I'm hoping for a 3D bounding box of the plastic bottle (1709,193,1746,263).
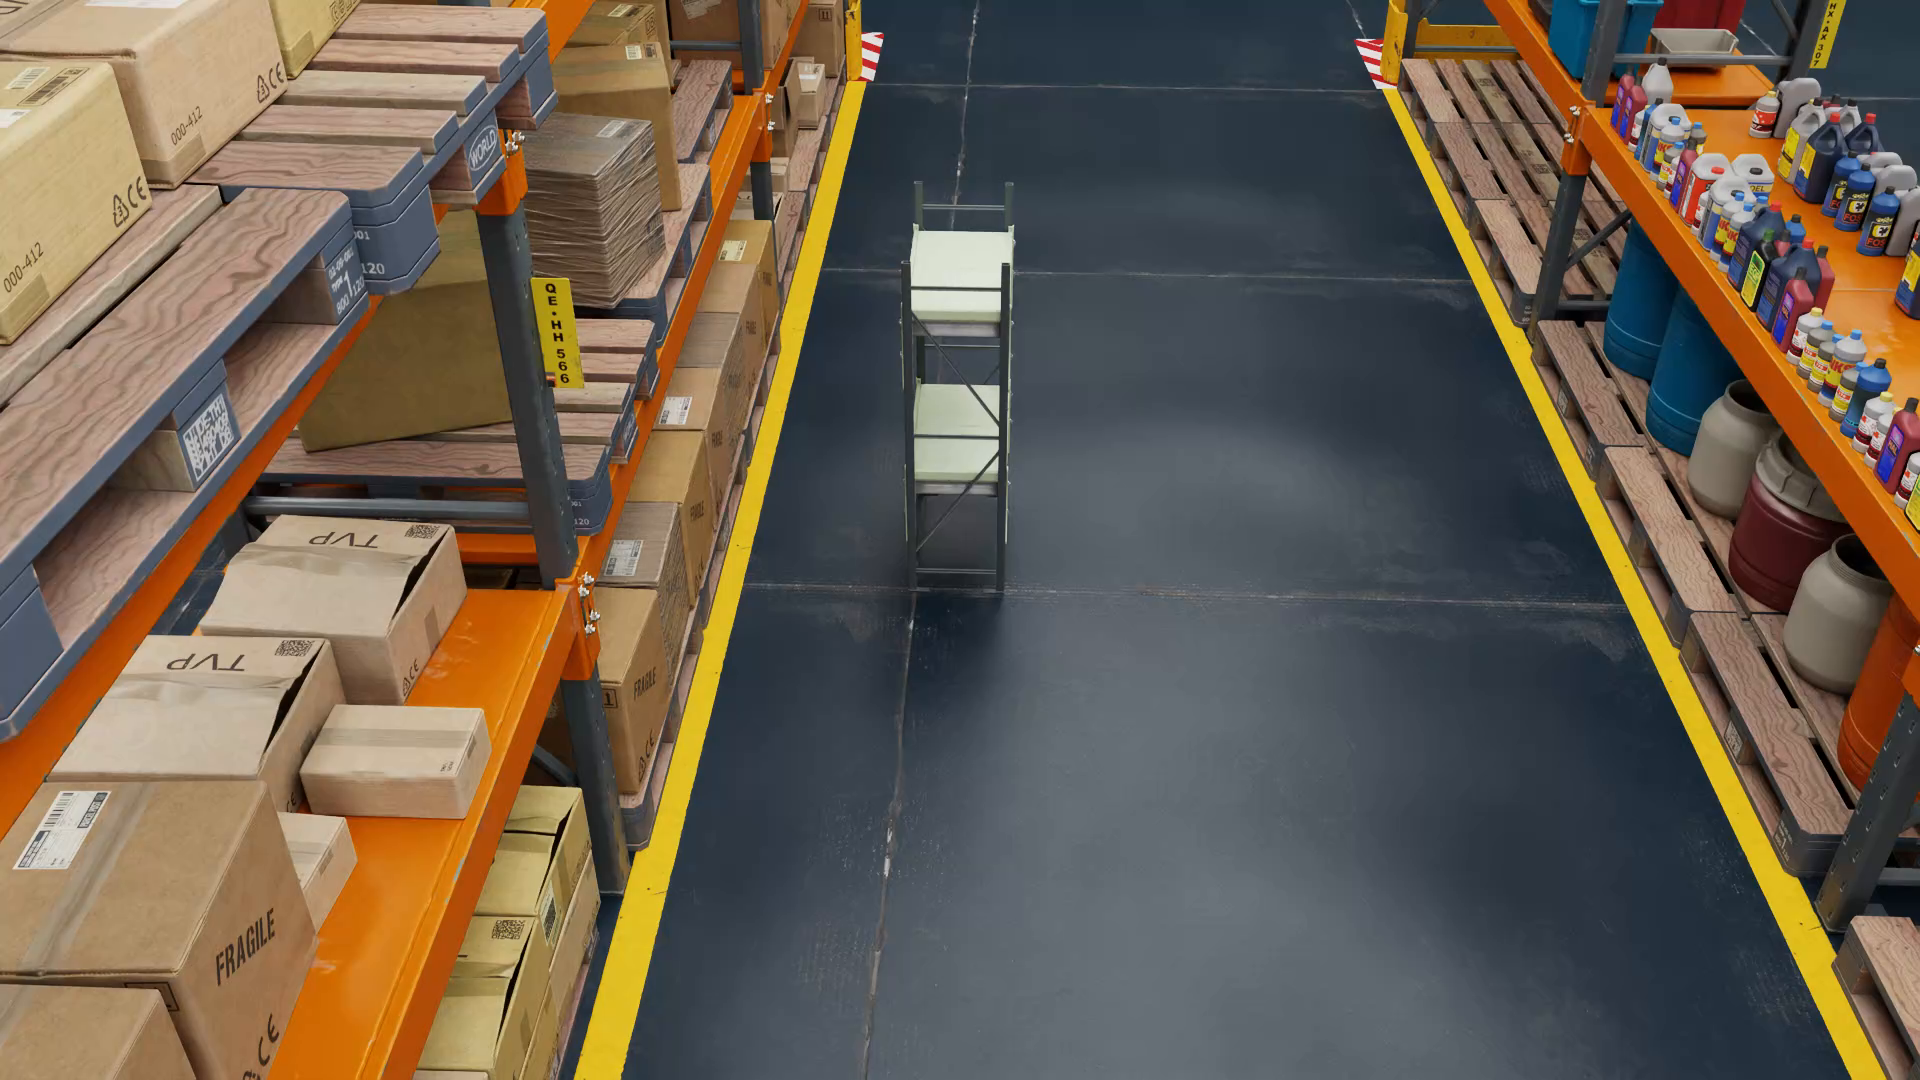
[{"bbox_3d":[3.012,-1.224,6.494,0.097,0.271,0.097,0,35,0],"label":"plastic bottle"}]

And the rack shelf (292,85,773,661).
[{"bbox_3d":[-1.540,-0.938,6.601,1.077,0.370,4.000,1,35,2],"label":"rack shelf"}]

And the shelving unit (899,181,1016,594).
[{"bbox_3d":[0.000,-0.610,6.813,0.431,1.500,0.755,1,35,2],"label":"shelving unit"}]

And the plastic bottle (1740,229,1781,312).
[{"bbox_3d":[2.977,-1.001,6.166,0.061,0.283,0.133,1,35,2],"label":"plastic bottle"}]

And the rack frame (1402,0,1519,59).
[{"bbox_3d":[3.650,-4.563,11.134,1.000,3.000,0.127,1,35,2],"label":"rack frame"}]

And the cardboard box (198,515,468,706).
[{"bbox_3d":[-1.679,0.161,4.489,0.500,0.311,0.500,3,35,5],"label":"cardboard box"}]

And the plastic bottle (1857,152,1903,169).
[{"bbox_3d":[3.762,-1.480,6.856,0.152,0.276,0.135,1,35,2],"label":"plastic bottle"}]

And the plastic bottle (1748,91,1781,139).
[{"bbox_3d":[3.671,-1.942,7.577,0.097,0.201,0.097,0,35,0],"label":"plastic bottle"}]

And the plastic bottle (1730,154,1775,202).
[{"bbox_3d":[3.205,-1.421,6.771,0.152,0.276,0.135,1,35,2],"label":"plastic bottle"}]

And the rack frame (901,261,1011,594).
[{"bbox_3d":[-0.015,-0.399,6.514,0.400,1.500,0.023,1,35,2],"label":"rack frame"}]

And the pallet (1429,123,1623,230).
[{"bbox_3d":[3.526,-2.250,10.268,1.003,0.211,1.213,1,35,2],"label":"pallet"}]

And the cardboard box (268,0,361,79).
[{"bbox_3d":[-1.582,-1.159,3.447,0.500,0.250,0.500,-1,35,-2],"label":"cardboard box"}]

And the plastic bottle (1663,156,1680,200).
[{"bbox_3d":[3.036,-1.538,7.003,0.097,0.201,0.097,0,35,0],"label":"plastic bottle"}]

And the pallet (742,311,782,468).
[{"bbox_3d":[-1.455,-0.772,8.165,1.003,0.211,1.213,1,35,2],"label":"pallet"}]

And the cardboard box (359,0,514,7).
[{"bbox_3d":[-1.637,-1.603,4.226,0.910,0.500,0.500,1,35,2],"label":"cardboard box"}]

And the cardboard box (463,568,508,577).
[{"bbox_3d":[-1.819,-0.122,5.955,0.500,0.250,0.500,3,35,4],"label":"cardboard box"}]

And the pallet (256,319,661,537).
[{"bbox_3d":[-1.663,-0.396,5.371,1.213,0.211,1.003,1,35,2],"label":"pallet"}]

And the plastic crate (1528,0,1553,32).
[{"bbox_3d":[3.266,-2.826,8.849,0.437,0.125,0.590,1,35,2],"label":"plastic crate"}]

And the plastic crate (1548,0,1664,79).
[{"bbox_3d":[3.167,-2.559,8.244,0.392,0.384,0.575,1,35,2],"label":"plastic crate"}]

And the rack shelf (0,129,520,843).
[{"bbox_3d":[-1.701,0.133,2.469,1.077,0.370,4.000,1,35,2],"label":"rack shelf"}]

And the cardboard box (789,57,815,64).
[{"bbox_3d":[-1.181,-3.151,11.207,0.380,0.166,0.250,1,35,2],"label":"cardboard box"}]

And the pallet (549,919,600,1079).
[{"bbox_3d":[-1.693,1.530,4.890,1.003,0.211,1.213,1,35,2],"label":"pallet"}]

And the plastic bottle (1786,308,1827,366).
[{"bbox_3d":[2.978,-0.717,5.835,0.097,0.201,0.097,0,35,0],"label":"plastic bottle"}]

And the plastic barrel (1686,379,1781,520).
[{"bbox_3d":[3.310,-0.377,6.976,0.421,0.512,0.421,0,35,0],"label":"plastic barrel"}]

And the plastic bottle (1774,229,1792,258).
[{"bbox_3d":[3.038,-0.999,6.164,0.061,0.283,0.133,1,35,2],"label":"plastic bottle"}]

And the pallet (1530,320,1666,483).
[{"bbox_3d":[3.417,-0.681,8.036,1.003,0.211,1.213,1,35,2],"label":"pallet"}]

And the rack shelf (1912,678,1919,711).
[{"bbox_3d":[3.248,1.477,3.165,1.077,0.370,4.000,1,35,2],"label":"rack shelf"}]

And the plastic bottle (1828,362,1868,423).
[{"bbox_3d":[2.963,-0.494,5.517,0.097,0.201,0.097,0,35,0],"label":"plastic bottle"}]

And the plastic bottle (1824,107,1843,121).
[{"bbox_3d":[3.782,-1.770,7.268,0.152,0.276,0.135,1,35,2],"label":"plastic bottle"}]

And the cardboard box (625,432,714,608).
[{"bbox_3d":[-1.276,-0.084,6.552,0.500,0.500,0.500,1,35,1],"label":"cardboard box"}]

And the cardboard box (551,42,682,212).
[{"bbox_3d":[-1.469,-1.577,6.434,0.700,0.500,0.500,-7,36,-10],"label":"cardboard box"}]

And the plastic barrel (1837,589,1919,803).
[{"bbox_3d":[3.331,0.468,5.497,0.600,0.830,0.708,1,35,2],"label":"plastic barrel"}]

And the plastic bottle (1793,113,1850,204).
[{"bbox_3d":[3.628,-1.606,6.969,0.144,0.351,0.185,1,35,2],"label":"plastic bottle"}]

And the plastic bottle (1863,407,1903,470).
[{"bbox_3d":[2.951,-0.326,5.278,0.097,0.201,0.097,0,35,0],"label":"plastic bottle"}]

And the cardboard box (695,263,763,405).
[{"bbox_3d":[-1.222,-0.964,7.805,0.500,0.500,0.500,1,35,2],"label":"cardboard box"}]

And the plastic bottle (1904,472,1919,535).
[{"bbox_3d":[2.919,-0.161,4.972,0.061,0.283,0.133,1,35,2],"label":"plastic bottle"}]

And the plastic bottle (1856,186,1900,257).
[{"bbox_3d":[3.622,-1.260,6.546,0.097,0.271,0.097,0,35,0],"label":"plastic bottle"}]

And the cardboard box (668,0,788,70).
[{"bbox_3d":[-1.167,-2.709,8.408,0.500,0.500,0.500,2,35,3],"label":"cardboard box"}]

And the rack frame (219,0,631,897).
[{"bbox_3d":[-1.620,-0.083,4.759,1.000,3.000,0.127,1,35,2],"label":"rack frame"}]

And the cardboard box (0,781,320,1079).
[{"bbox_3d":[-1.672,0.840,3.358,0.500,0.500,0.500,0,35,-1],"label":"cardboard box"}]

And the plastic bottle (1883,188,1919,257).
[{"bbox_3d":[3.747,-1.270,6.556,0.152,0.276,0.135,1,35,2],"label":"plastic bottle"}]

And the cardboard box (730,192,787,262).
[{"bbox_3d":[-1.227,-1.697,9.012,0.500,0.311,0.500,1,35,2],"label":"cardboard box"}]

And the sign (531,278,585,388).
[{"bbox_3d":[-1.066,-0.546,4.411,0.100,0.325,0.005,1,35,2],"label":"sign"}]

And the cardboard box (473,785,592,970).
[{"bbox_3d":[-1.395,0.947,4.832,0.500,0.311,0.500,2,35,3],"label":"cardboard box"}]

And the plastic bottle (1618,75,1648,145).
[{"bbox_3d":[3.043,-1.939,7.502,0.061,0.283,0.133,1,35,2],"label":"plastic bottle"}]

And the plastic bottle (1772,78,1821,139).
[{"bbox_3d":[3.797,-1.980,7.566,0.152,0.276,0.135,1,35,2],"label":"plastic bottle"}]

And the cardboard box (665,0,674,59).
[{"bbox_3d":[-1.696,-2.715,8.418,0.500,0.500,0.500,2,35,3],"label":"cardboard box"}]

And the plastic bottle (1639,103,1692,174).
[{"bbox_3d":[3.075,-1.746,7.234,0.152,0.276,0.135,1,35,2],"label":"plastic bottle"}]

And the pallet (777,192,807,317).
[{"bbox_3d":[-1.431,-1.635,9.393,1.003,0.211,1.213,1,35,2],"label":"pallet"}]
